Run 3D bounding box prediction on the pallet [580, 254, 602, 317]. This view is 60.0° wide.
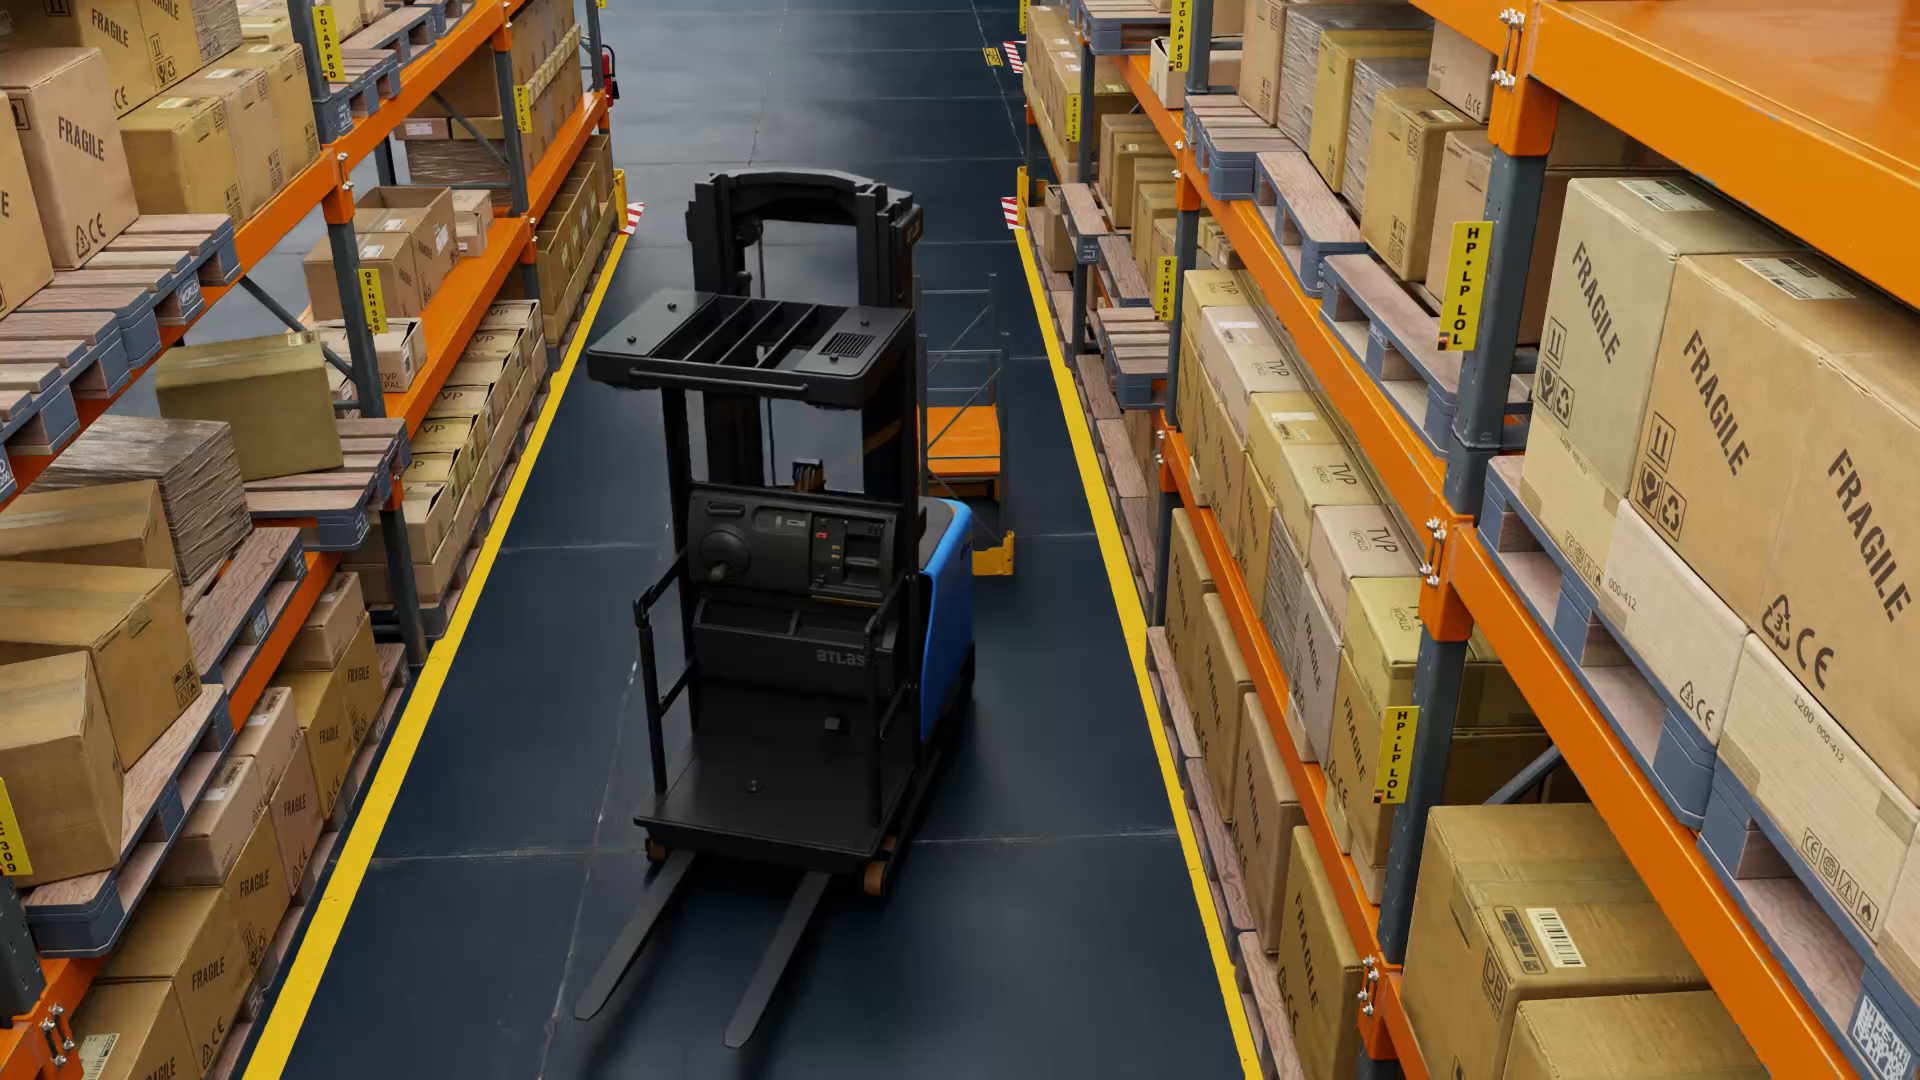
[{"bbox_3d":[-3.661,-2.203,14.245,1.003,0.211,1.213,-1,28,-3],"label":"pallet"}]

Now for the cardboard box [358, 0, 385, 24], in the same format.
[{"bbox_3d":[-3.556,-3.071,9.359,0.500,0.250,0.500,-4,28,-7],"label":"cardboard box"}]

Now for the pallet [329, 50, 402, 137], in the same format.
[{"bbox_3d":[-3.510,-2.216,8.216,1.213,0.211,1.003,0,28,0],"label":"pallet"}]

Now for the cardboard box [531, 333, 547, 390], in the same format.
[{"bbox_3d":[-3.283,-1.289,11.996,0.500,0.250,0.500,-2,28,-3],"label":"cardboard box"}]

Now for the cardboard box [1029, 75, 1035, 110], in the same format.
[{"bbox_3d":[0.893,-3.944,14.710,0.500,0.250,0.500,-2,28,-4],"label":"cardboard box"}]

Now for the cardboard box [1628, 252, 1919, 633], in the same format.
[{"bbox_3d":[1.560,-0.186,2.909,0.500,0.500,0.500,-2,28,-4],"label":"cardboard box"}]

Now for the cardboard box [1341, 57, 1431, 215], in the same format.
[{"bbox_3d":[1.778,-1.400,5.862,0.700,0.500,0.500,-1,28,-3],"label":"cardboard box"}]

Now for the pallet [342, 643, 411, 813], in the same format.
[{"bbox_3d":[-3.384,0.923,8.251,1.003,0.211,1.213,-1,28,-3],"label":"pallet"}]

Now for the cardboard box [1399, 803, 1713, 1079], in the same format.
[{"bbox_3d":[1.782,1.185,4.410,0.980,0.700,0.700,-1,28,-2],"label":"cardboard box"}]

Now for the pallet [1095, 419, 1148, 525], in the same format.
[{"bbox_3d":[1.461,-0.467,10.916,1.003,0.211,1.213,-1,28,-3],"label":"pallet"}]

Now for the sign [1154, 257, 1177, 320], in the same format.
[{"bbox_3d":[1.020,-1.241,8.219,0.100,0.325,0.005,-1,28,-3],"label":"sign"}]

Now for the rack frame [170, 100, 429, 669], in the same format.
[{"bbox_3d":[-3.385,-0.659,8.269,1.000,3.000,0.127,-1,28,-3],"label":"rack frame"}]

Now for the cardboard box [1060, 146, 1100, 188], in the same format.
[{"bbox_3d":[1.025,-2.781,12.479,0.500,0.250,0.500,-1,28,-3],"label":"cardboard box"}]

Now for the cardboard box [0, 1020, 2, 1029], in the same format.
[{"bbox_3d":[-3.489,1.881,5.628,0.500,0.500,0.500,-2,28,-3],"label":"cardboard box"}]

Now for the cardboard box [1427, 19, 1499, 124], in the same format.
[{"bbox_3d":[1.811,-1.499,5.242,0.500,0.250,0.500,-2,28,-4],"label":"cardboard box"}]

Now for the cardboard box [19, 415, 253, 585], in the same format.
[{"bbox_3d":[-3.383,-0.174,6.778,0.700,0.500,0.500,4,28,7],"label":"cardboard box"}]

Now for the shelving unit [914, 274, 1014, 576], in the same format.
[{"bbox_3d":[-0.004,-0.700,9.971,0.587,1.500,1.083,-1,28,-3],"label":"shelving unit"}]

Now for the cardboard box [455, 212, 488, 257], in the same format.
[{"bbox_3d":[-3.365,-2.045,11.072,0.396,0.266,0.258,-2,28,-4],"label":"cardboard box"}]

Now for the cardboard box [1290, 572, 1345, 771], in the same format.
[{"bbox_3d":[1.458,0.440,5.712,0.500,0.500,0.500,-1,28,-2],"label":"cardboard box"}]

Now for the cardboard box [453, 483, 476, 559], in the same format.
[{"bbox_3d":[-3.147,-0.107,9.730,0.500,0.250,0.500,-2,28,-4],"label":"cardboard box"}]

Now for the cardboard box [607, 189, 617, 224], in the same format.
[{"bbox_3d":[-3.480,-3.080,15.430,0.500,0.250,0.500,-1,28,-3],"label":"cardboard box"}]

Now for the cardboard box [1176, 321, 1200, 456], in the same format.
[{"bbox_3d":[1.331,-0.735,7.964,0.500,0.500,0.500,-1,28,-1],"label":"cardboard box"}]

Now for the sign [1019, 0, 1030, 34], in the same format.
[{"bbox_3d":[0.602,-4.845,15.360,0.100,0.325,0.005,-1,28,-3],"label":"sign"}]

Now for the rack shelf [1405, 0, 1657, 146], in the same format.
[{"bbox_3d":[1.666,-2.020,5.603,1.077,0.370,4.000,-1,28,-3],"label":"rack shelf"}]

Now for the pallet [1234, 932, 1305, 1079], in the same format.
[{"bbox_3d":[1.655,1.949,6.285,1.003,0.211,1.213,-1,28,-3],"label":"pallet"}]

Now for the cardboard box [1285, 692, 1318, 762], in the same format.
[{"bbox_3d":[1.392,0.663,5.985,0.380,0.149,0.250,-1,28,-3],"label":"cardboard box"}]

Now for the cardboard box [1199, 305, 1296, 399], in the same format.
[{"bbox_3d":[1.356,-0.834,7.342,0.500,0.250,0.500,-2,28,-3],"label":"cardboard box"}]

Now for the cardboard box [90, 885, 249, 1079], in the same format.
[{"bbox_3d":[-2.997,1.626,6.115,0.500,0.500,0.500,-1,28,-2],"label":"cardboard box"}]

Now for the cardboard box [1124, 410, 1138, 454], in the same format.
[{"bbox_3d":[1.471,-0.901,10.960,0.700,0.500,0.500,-1,28,-2],"label":"cardboard box"}]

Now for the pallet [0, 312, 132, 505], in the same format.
[{"bbox_3d":[-3.141,-0.361,4.658,1.213,0.211,1.003,-1,28,-3],"label":"pallet"}]

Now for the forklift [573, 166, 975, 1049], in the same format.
[{"bbox_3d":[-0.776,0.065,6.955,1.130,2.935,3.031,7,28,12],"label":"forklift"}]

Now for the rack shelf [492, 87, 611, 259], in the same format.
[{"bbox_3d":[-3.699,-3.111,13.748,1.077,0.370,4.000,-1,28,-3],"label":"rack shelf"}]

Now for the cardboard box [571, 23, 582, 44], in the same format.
[{"bbox_3d":[-3.593,-4.513,14.850,0.380,0.149,0.250,-2,28,-4],"label":"cardboard box"}]

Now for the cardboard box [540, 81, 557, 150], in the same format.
[{"bbox_3d":[-3.708,-3.467,13.545,0.700,0.500,0.500,-1,28,-1],"label":"cardboard box"}]

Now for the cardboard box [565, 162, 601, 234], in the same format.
[{"bbox_3d":[-3.411,-2.951,14.372,0.500,0.500,0.500,-1,28,-3],"label":"cardboard box"}]

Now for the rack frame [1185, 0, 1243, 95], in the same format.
[{"bbox_3d":[1.561,-3.440,7.115,1.000,3.000,0.127,-1,28,-3],"label":"rack frame"}]

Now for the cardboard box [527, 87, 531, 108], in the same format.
[{"bbox_3d":[-3.458,-3.323,12.568,0.380,0.149,0.250,-2,28,-3],"label":"cardboard box"}]

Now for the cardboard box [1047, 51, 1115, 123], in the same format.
[{"bbox_3d":[0.972,-3.576,13.193,0.500,0.500,0.500,-2,28,-4],"label":"cardboard box"}]

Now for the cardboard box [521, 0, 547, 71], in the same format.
[{"bbox_3d":[-3.702,-4.026,13.214,0.700,0.500,0.500,-1,28,-3],"label":"cardboard box"}]

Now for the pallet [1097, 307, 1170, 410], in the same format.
[{"bbox_3d":[1.418,-1.022,9.172,1.213,0.211,1.003,-1,28,-3],"label":"pallet"}]

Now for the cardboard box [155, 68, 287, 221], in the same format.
[{"bbox_3d":[-3.302,-1.597,6.716,0.910,0.500,0.500,-1,28,-3],"label":"cardboard box"}]

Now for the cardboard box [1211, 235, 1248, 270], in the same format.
[{"bbox_3d":[1.513,-1.466,8.531,0.380,0.149,0.250,-5,28,-9],"label":"cardboard box"}]

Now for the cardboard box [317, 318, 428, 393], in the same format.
[{"bbox_3d":[-3.239,-1.037,9.091,0.500,0.311,0.500,-2,28,-3],"label":"cardboard box"}]

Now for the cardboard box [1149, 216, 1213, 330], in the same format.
[{"bbox_3d":[1.471,-1.494,9.286,0.700,0.500,0.500,-4,28,-7],"label":"cardboard box"}]

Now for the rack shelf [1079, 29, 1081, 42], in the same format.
[{"bbox_3d":[1.248,-4.562,13.287,1.077,0.370,4.000,-1,28,-3],"label":"rack shelf"}]

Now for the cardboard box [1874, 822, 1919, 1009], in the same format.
[{"bbox_3d":[1.615,0.608,2.197,0.500,0.250,0.500,-2,28,-4],"label":"cardboard box"}]

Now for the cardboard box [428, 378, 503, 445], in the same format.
[{"bbox_3d":[-3.207,-0.839,10.527,0.500,0.311,0.500,-2,28,-3],"label":"cardboard box"}]

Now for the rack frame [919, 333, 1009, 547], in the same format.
[{"bbox_3d":[0.022,-0.470,9.529,0.500,1.500,0.032,-1,28,-3],"label":"rack frame"}]

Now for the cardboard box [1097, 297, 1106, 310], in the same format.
[{"bbox_3d":[1.295,-1.812,13.070,0.380,0.166,0.250,-5,28,-9],"label":"cardboard box"}]

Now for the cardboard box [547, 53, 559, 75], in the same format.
[{"bbox_3d":[-3.524,-3.915,13.704,0.380,0.149,0.250,-1,28,-1],"label":"cardboard box"}]

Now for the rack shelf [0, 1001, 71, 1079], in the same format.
[{"bbox_3d":[-3.072,2.431,3.123,1.077,0.370,4.000,-1,28,-3],"label":"rack shelf"}]

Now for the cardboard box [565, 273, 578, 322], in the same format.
[{"bbox_3d":[-3.337,-1.926,13.217,0.500,0.250,0.500,-1,28,-3],"label":"cardboard box"}]
